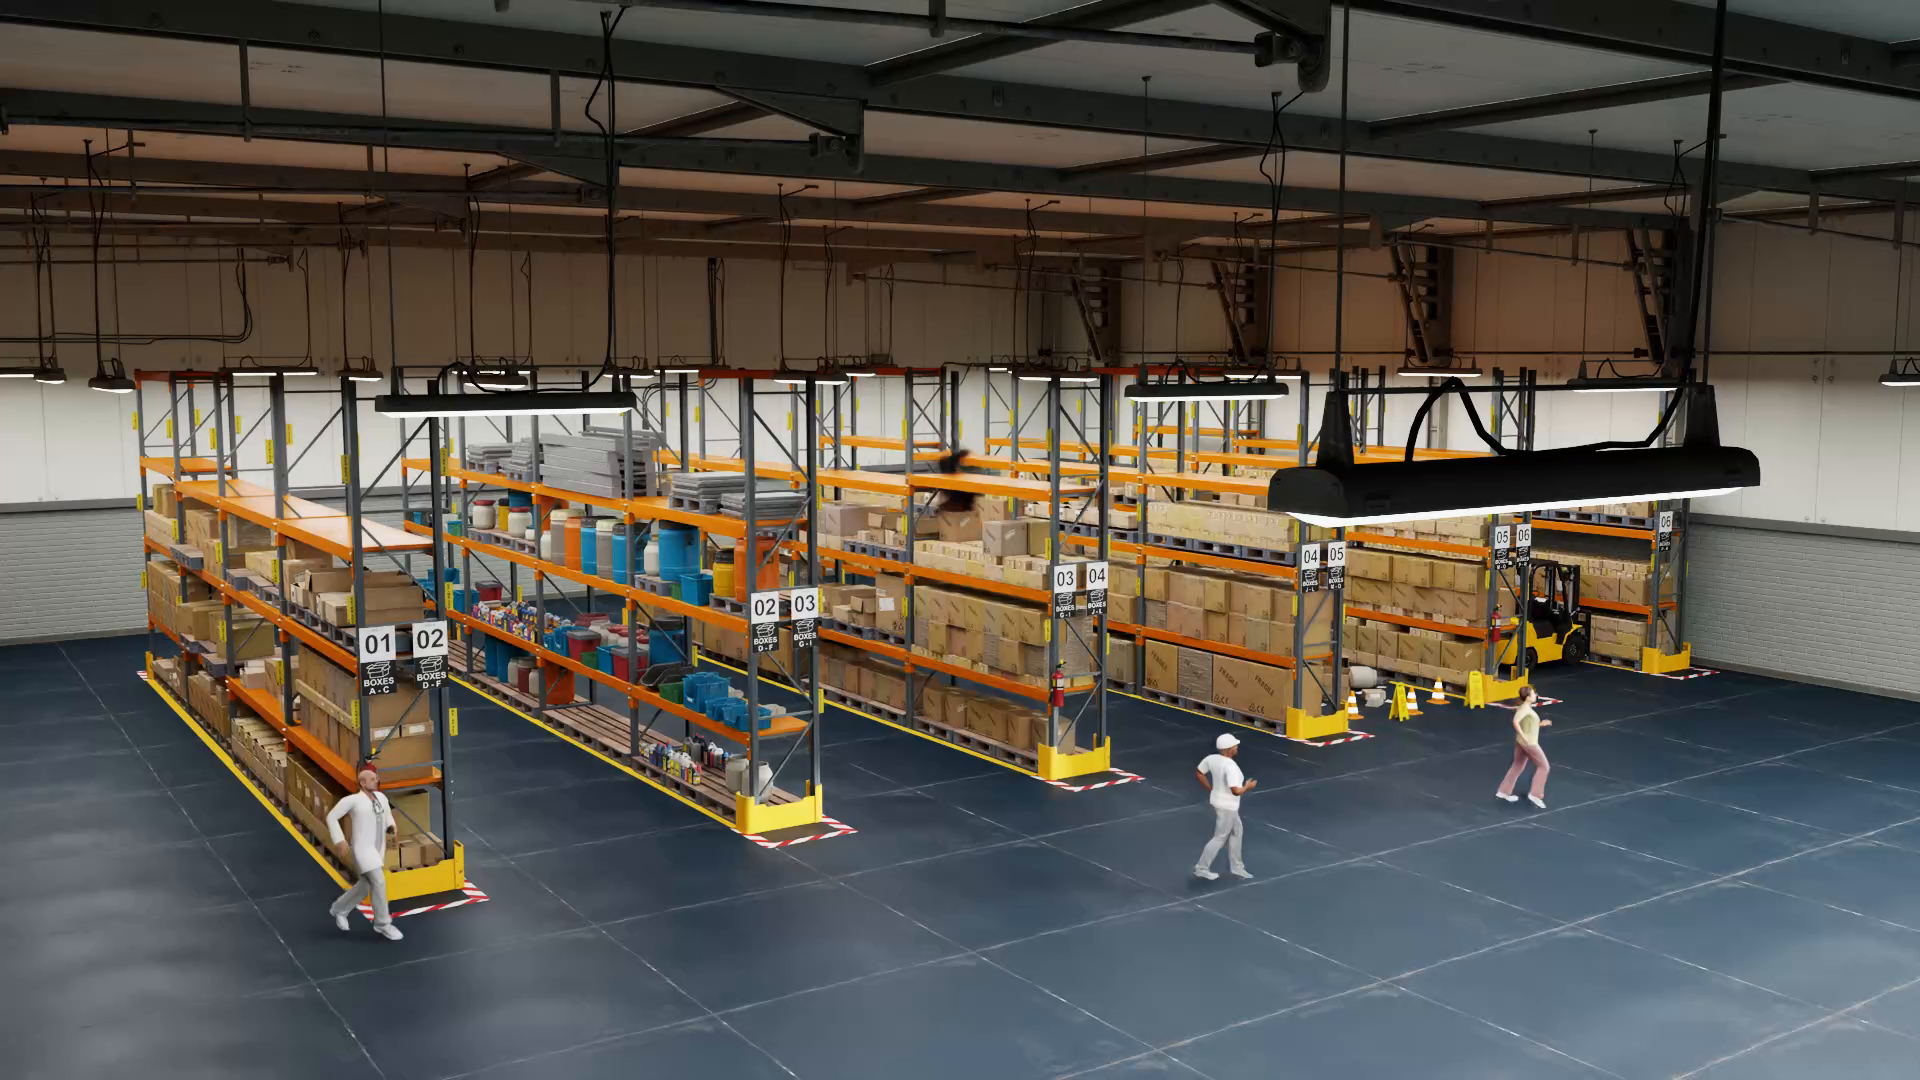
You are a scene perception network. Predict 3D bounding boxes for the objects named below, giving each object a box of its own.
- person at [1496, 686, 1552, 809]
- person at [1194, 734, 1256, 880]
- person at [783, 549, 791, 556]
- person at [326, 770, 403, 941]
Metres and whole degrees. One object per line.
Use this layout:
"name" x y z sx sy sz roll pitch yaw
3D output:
"person" 7.885 2.887 23.202 0.730 1.721 0.545 0 6 1
"person" 3.167 3.203 19.841 0.785 1.805 0.691 -1 7 -11
"person" -4.212 0.838 41.213 0.729 1.722 0.567 5 8 39
"person" -6.420 3.399 18.161 0.975 1.768 0.721 2 7 19
